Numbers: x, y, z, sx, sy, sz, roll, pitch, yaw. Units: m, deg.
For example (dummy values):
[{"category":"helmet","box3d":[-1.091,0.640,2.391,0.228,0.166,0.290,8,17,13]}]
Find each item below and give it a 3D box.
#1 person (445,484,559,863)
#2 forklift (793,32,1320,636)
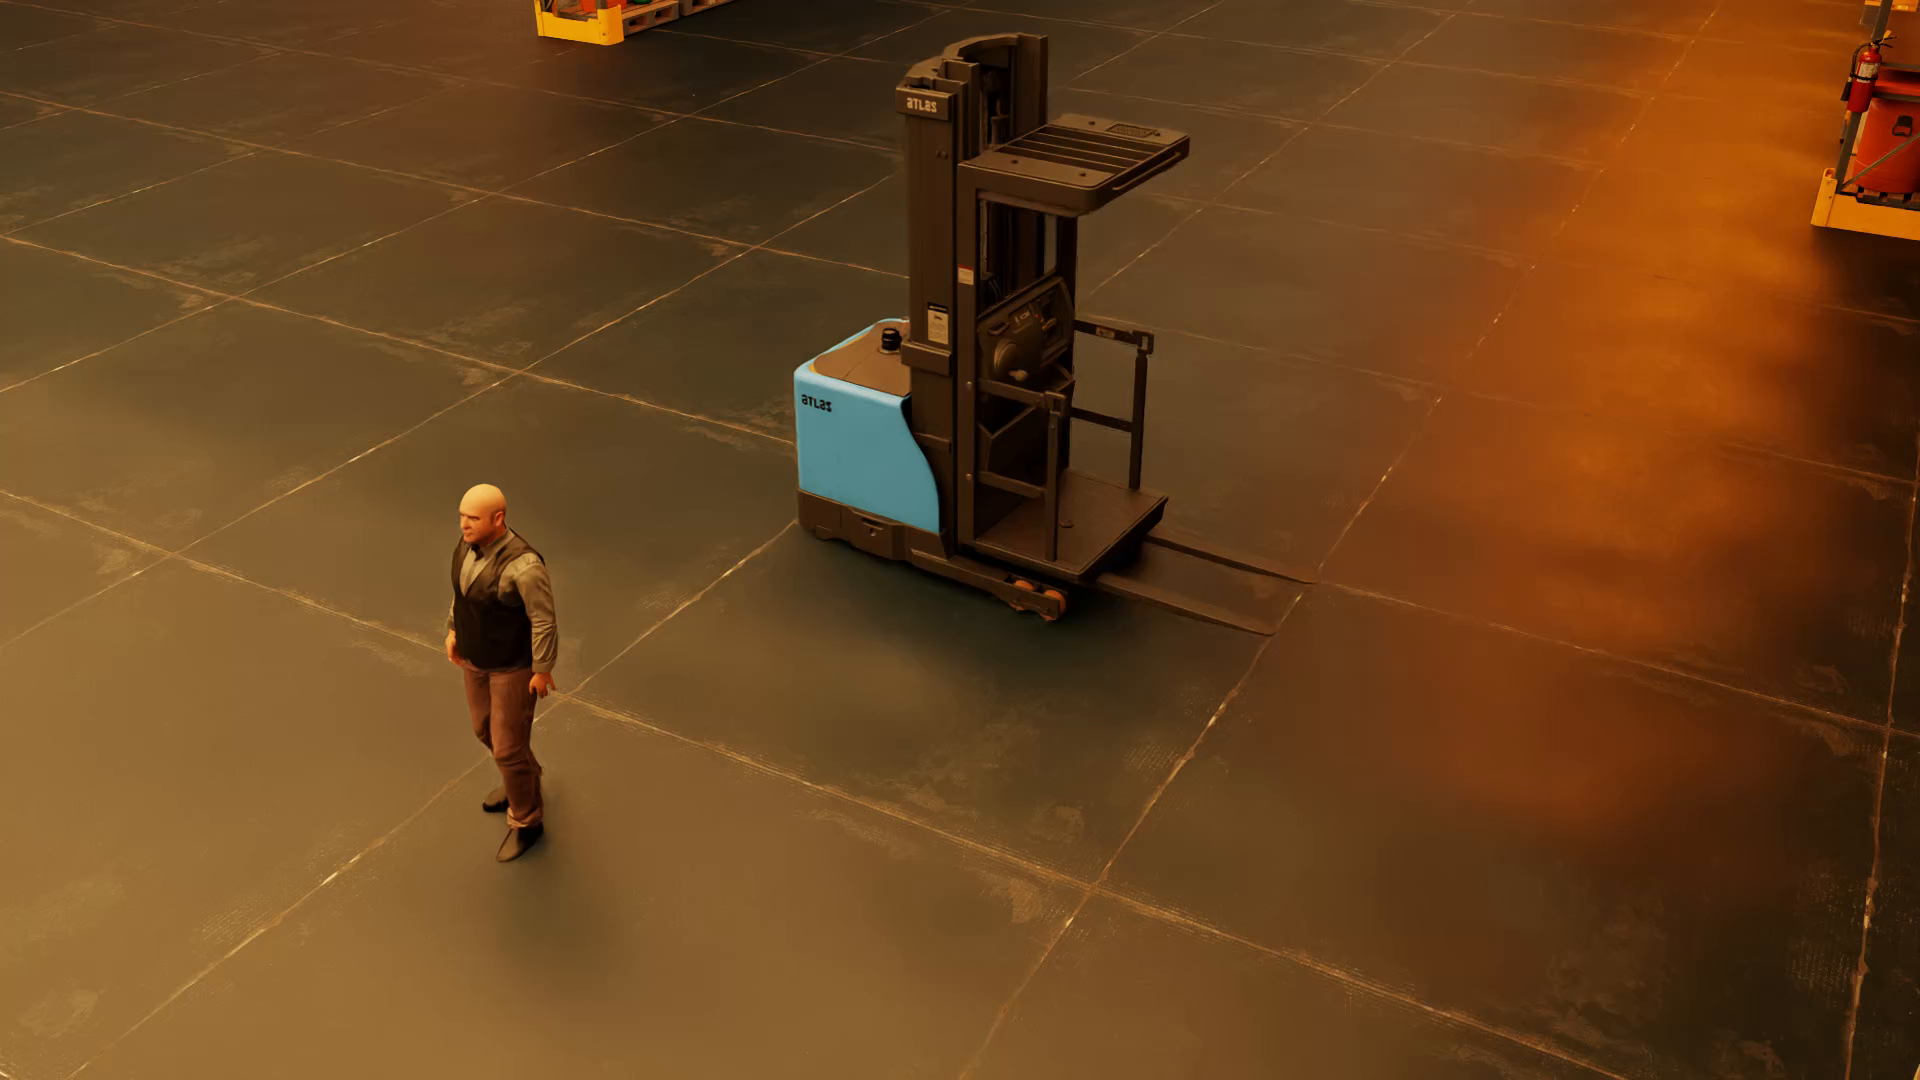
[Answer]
[{"category":"person","box3d":[-2.075,0.560,7.357,0.614,1.751,0.513,24,38,35]},{"category":"forklift","box3d":[0.537,-1.126,9.022,3.031,2.935,1.130,18,34,28]}]
